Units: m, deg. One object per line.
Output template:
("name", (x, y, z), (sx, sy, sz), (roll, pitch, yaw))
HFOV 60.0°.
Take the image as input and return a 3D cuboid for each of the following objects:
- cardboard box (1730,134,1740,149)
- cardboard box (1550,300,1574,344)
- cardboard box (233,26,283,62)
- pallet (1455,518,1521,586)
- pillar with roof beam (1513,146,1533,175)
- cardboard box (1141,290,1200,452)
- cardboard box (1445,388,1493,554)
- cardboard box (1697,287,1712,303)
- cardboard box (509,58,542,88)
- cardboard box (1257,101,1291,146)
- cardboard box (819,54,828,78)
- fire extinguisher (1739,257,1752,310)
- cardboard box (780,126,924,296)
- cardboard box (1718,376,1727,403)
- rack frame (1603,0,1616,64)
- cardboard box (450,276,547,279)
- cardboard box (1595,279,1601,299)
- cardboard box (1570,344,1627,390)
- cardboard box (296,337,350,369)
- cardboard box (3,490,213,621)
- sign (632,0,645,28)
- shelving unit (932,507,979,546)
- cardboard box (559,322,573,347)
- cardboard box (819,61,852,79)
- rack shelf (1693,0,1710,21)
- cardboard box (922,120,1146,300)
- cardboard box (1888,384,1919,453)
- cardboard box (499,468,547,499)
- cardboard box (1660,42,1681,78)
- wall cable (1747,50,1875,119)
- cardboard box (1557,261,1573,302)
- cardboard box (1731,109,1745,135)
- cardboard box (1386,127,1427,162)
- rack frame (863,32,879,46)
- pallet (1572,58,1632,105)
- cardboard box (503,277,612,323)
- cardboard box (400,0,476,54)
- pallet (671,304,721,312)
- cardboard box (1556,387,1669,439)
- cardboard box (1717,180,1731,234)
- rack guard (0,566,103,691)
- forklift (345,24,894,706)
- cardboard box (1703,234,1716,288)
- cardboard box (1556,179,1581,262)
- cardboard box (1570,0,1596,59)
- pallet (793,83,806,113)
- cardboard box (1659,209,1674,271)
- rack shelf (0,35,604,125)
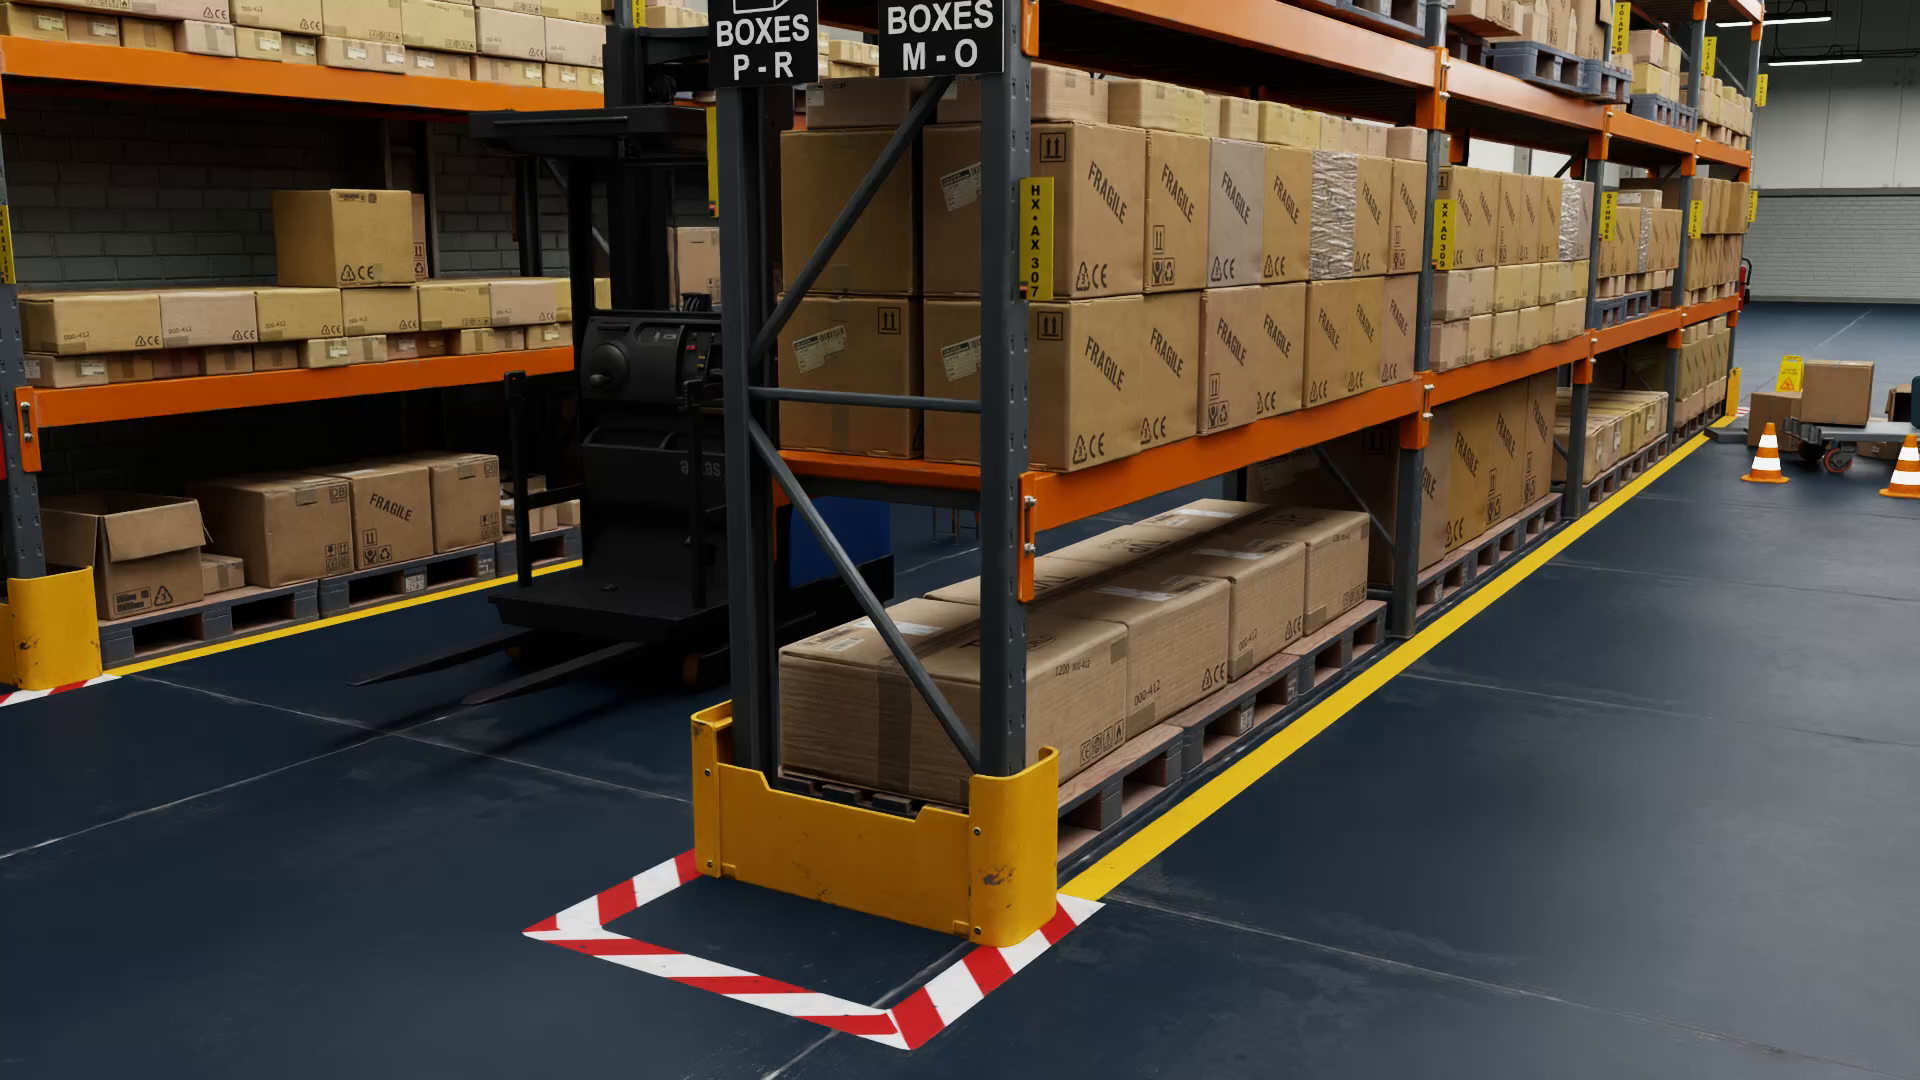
("cardboard box", (7.827, -4.106, 17.181), (0.380, 0.149, 0.250), (7, 13, 32))
("cardboard box", (3.596, -1.401, 10.606), (0.500, 0.250, 0.500), (7, 12, 32))
("cardboard box", (-3.537, -2.409, 8.113), (0.380, 0.149, 0.250), (6, 12, 31))
("pallet", (2.780, 0.018, 10.199), (1.003, 0.211, 1.213), (6, 12, 31))
("pillar with roof beam", (15.690, -8.737, 33.085), (9.100, 9.000, 0.548), (6, 12, 31))
("cardboard box", (0.468, -0.582, 5.553), (0.500, 0.500, 0.500), (6, 12, 30))
("cardboard box", (2.527, -0.441, 9.708), (0.875, 0.875, 0.875), (7, 13, 32))
("cardboard box", (7.075, -2.385, 16.141), (0.380, 0.149, 0.250), (6, 12, 31))
("cardboard box", (-2.643, -2.692, 9.626), (0.380, 0.149, 0.250), (7, 13, 33))
("cardboard box", (0.997, -1.531, 6.144), (0.380, 0.149, 0.250), (6, 12, 29))
("cardboard box", (-1.161, -3.365, 11.808), (0.380, 0.149, 0.250), (7, 13, 32))
("fire extinguisher", (8.495, -2.855, 18.176), (0.296, 0.674, 0.183), (6, 12, 31))
("cardboard box", (-0.218, -1.042, 5.292), (0.500, 0.500, 0.500), (7, 13, 33))
("cardboard box", (7.840, -1.617, 17.685), (0.500, 0.250, 0.500), (6, 12, 30))
("rack frame", (3.888, -4.609, 11.035), (1.000, 3.000, 0.127), (6, 12, 31))
("cardboard box", (-2.920, -1.525, 10.465), (0.500, 0.250, 0.500), (6, 12, 30))
("cardboard box", (4.391, -1.818, 11.970), (0.380, 0.149, 0.250), (6, 12, 27))
("cardboard box", (6.043, -1.632, 15.727), (0.500, 0.500, 0.500), (6, 12, 30))
("cardboard box", (-3.393, -0.976, 8.612), (0.380, 0.149, 0.250), (6, 12, 29))
("cardboard box", (-4.111, 0.057, 8.053), (0.797, 0.503, 0.637), (6, 12, 28))
("sign", (-1.965, -3.183, 10.163), (0.100, 0.325, 0.005), (6, 12, 31))
("shelving unit", (-0.028, -0.508, 10.727), (0.215, 1.050, 0.252), (6, 12, 31))
("cardboard box", (-2.499, -1.264, 10.153), (0.380, 0.149, 0.250), (7, 13, 32))
("cardboard box", (-1.025, -3.452, 12.330), (0.380, 0.149, 0.250), (7, 13, 32))
("rack shelf", (4.927, -4.374, 12.818), (1.077, 0.370, 4.000), (6, 12, 31))
("cardboard box", (0.228, -0.991, 5.023), (0.500, 0.500, 0.500), (6, 12, 29))
("cardboard box", (8.815, -1.092, 14.967), (0.797, 0.637, 0.503), (6, 12, 31))
("cardboard box", (-2.978, -0.309, 10.531), (0.500, 0.311, 0.500), (7, 13, 33))
("cardboard box", (5.773, -4.039, 14.048), (0.500, 0.250, 0.500), (7, 13, 32))
("wall cable", (23.213, -12.071, 45.603), (3.097, 2.526, 0.112), (6, 12, 31))
("cardboard box", (3.591, -1.651, 10.586), (0.500, 0.250, 0.500), (6, 12, 29))
("cardboard box", (7.733, -4.282, 17.035), (0.500, 0.250, 0.500), (6, 12, 30))
("cardboard box", (1.924, -1.812, 7.645), (0.380, 0.149, 0.250), (6, 12, 30))
("rack frame", (-0.356, -5.083, 13.565), (1.000, 3.000, 0.127), (6, 12, 31))
("pallet", (3.599, -2.936, 10.760), (1.213, 0.211, 1.003), (7, 13, 33))
("cardboard box", (-2.489, -1.474, 10.191), (0.500, 0.250, 0.500), (7, 13, 32))
("cardboard box", (-3.006, -2.790, 9.067), (0.500, 0.250, 0.500), (7, 13, 32))
("pallet", (-1.924, -1.526, 11.390), (1.003, 0.211, 1.213), (6, 12, 31))
("cardboard box", (5.695, -1.122, 14.709), (0.950, 0.372, 0.625), (7, 12, 31))
("cardboard box", (6.947, -3.180, 15.904), (0.700, 0.500, 0.500), (6, 12, 29))
("rack guard", (-4.470, 0.341, 7.690), (1.175, 0.500, 0.348), (6, 12, 31))
("forklift", (-1.466, -0.872, 7.560), (1.130, 2.935, 3.031), (5, 12, 26))
("cardboard box", (6.944, -2.686, 15.987), (0.500, 0.500, 0.500), (6, 12, 30))
("cardboard box", (3.584, -2.013, 10.483), (0.500, 0.500, 0.500), (7, 12, 32))
("cardboard box", (3.537, -3.217, 10.335), (0.700, 0.500, 0.500), (6, 12, 28))
("pallet", (-1.498, -3.146, 11.883), (1.213, 0.211, 1.003), (6, 12, 31))
("cardboard box", (5.665, -2.519, 13.950), (0.500, 0.500, 0.500), (6, 12, 31))
("rack shelf", (-3.471, -2.311, 8.867), (1.077, 0.370, 4.000), (6, 12, 31))
